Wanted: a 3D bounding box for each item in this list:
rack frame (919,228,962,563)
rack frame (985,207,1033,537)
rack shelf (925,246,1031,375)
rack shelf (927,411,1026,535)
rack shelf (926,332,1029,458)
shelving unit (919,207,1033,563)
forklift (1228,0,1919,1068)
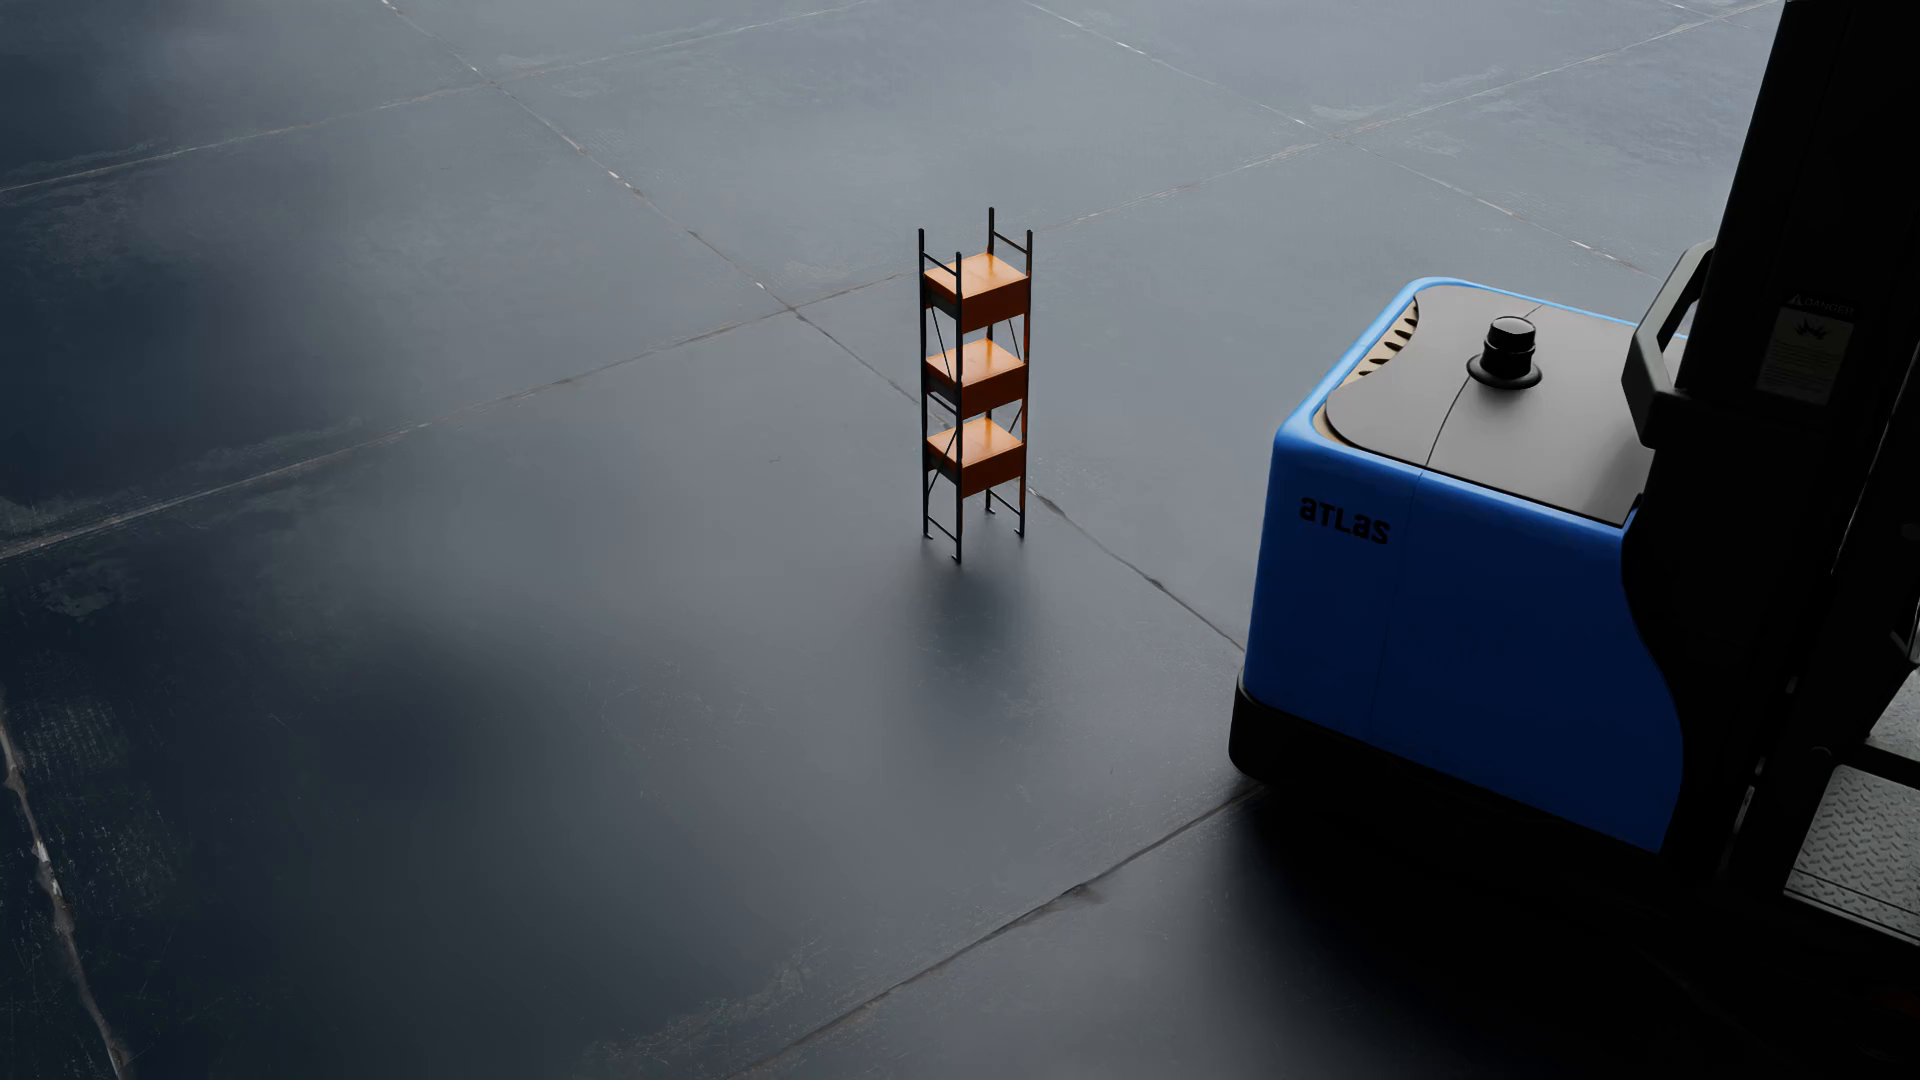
[{"bbox_3d":[-0.056,-0.403,4.911,0.008,1.050,0.200,-22,41,-28],"label":"rack frame"},{"bbox_3d":[0.143,-0.485,5.026,0.008,1.050,0.200,-22,41,-28],"label":"rack frame"},{"bbox_3d":[0.044,-0.666,4.809,0.240,0.259,0.215,-22,41,-28],"label":"rack shelf"},{"bbox_3d":[0.044,-0.210,5.137,0.240,0.259,0.215,-22,41,-28],"label":"rack shelf"},{"bbox_3d":[0.044,-0.436,4.975,0.240,0.259,0.215,-22,41,-28],"label":"rack shelf"},{"bbox_3d":[0.044,-0.444,4.968,0.252,1.050,0.215,-22,41,-28],"label":"shelving unit"},{"bbox_3d":[2.224,-0.342,3.216,3.031,2.935,1.130,20,40,26],"label":"forklift"}]
